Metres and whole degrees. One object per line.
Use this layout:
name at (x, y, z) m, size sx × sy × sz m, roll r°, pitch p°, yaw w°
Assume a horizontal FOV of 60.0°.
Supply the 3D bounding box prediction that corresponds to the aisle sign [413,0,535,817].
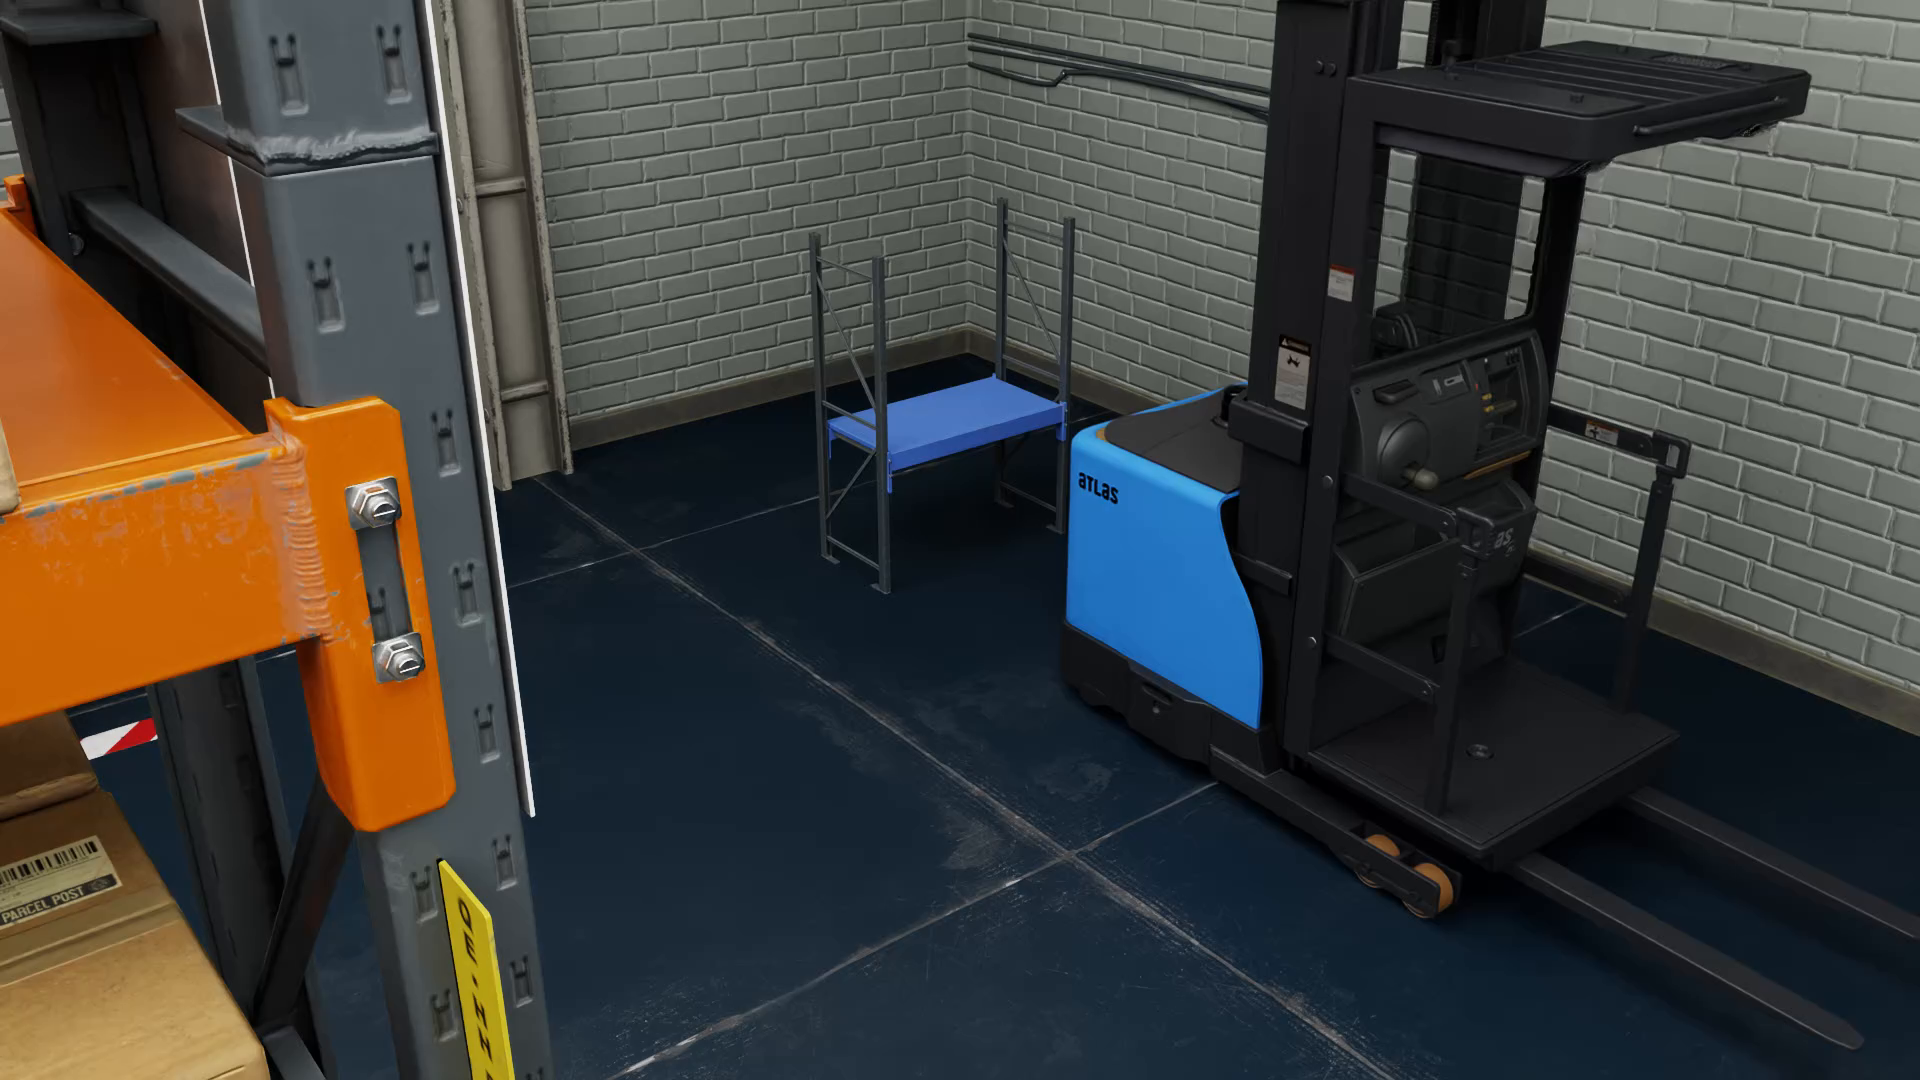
aisle sign at (-0.506, -0.173, 1.472) m, size 0.004 × 0.787 × 0.394 m, roll -18°, pitch 31°, yaw -34°

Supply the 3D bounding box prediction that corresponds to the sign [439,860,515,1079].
sign at (-0.422, 0.443, 1.482) m, size 0.005 × 0.325 × 0.100 m, roll -18°, pitch 31°, yaw -34°

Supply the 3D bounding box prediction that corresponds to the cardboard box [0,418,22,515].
cardboard box at (-0.990, -0.150, 1.124) m, size 0.500 × 0.250 × 0.500 m, roll -18°, pitch 31°, yaw -34°

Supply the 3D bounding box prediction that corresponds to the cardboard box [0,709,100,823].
cardboard box at (-1.260, 0.451, 1.908) m, size 0.500 × 0.500 × 0.500 m, roll -17°, pitch 30°, yaw -33°

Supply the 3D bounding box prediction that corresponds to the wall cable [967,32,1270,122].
wall cable at (0.863, -3.381, 8.035) m, size 0.112 × 2.526 × 3.097 m, roll -18°, pitch 31°, yaw -34°

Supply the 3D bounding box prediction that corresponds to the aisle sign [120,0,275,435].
aisle sign at (-0.876, -0.372, 1.900) m, size 0.004 × 0.787 × 0.394 m, roll -18°, pitch 31°, yaw -34°

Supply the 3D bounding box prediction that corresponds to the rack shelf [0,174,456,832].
rack shelf at (-2.322, 0.407, 0.600) m, size 4.000 × 0.370 × 1.077 m, roll -18°, pitch 31°, yaw -34°

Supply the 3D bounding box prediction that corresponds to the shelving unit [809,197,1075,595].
shelving unit at (-0.067, -0.658, 7.387) m, size 1.048 × 1.500 × 0.538 m, roll -18°, pitch 31°, yaw -34°

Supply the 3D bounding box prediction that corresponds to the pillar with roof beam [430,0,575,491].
pillar with roof beam at (0.439, -3.001, 3.527) m, size 0.400 × 9.000 × 9.100 m, roll -18°, pitch 31°, yaw -34°

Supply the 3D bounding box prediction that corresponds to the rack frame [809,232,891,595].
rack frame at (-0.467, -0.526, 7.102) m, size 0.032 × 1.500 × 0.500 m, roll -18°, pitch 31°, yaw -34°

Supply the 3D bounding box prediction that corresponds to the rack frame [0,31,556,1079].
rack frame at (-0.749, 0.922, 2.200) m, size 0.127 × 3.000 × 1.000 m, roll -18°, pitch 31°, yaw -34°

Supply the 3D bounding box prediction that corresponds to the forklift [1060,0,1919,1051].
forklift at (1.683, -0.384, 5.096) m, size 1.130 × 2.935 × 3.031 m, roll -18°, pitch 30°, yaw -34°

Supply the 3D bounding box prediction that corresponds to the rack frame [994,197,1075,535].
rack frame at (0.333, -0.790, 7.671) m, size 0.032 × 1.500 × 0.500 m, roll -18°, pitch 31°, yaw -34°

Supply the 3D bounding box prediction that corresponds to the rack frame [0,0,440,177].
rack frame at (-0.749, -1.799, 0.937) m, size 0.127 × 3.000 × 1.000 m, roll -18°, pitch 31°, yaw -34°

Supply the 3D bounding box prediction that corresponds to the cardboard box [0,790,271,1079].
cardboard box at (-0.929, 0.630, 1.523) m, size 0.500 × 0.500 × 0.500 m, roll -19°, pitch 31°, yaw -34°

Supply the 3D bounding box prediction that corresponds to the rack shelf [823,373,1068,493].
rack shelf at (-0.067, -0.495, 7.462) m, size 1.000 × 0.185 × 0.538 m, roll -18°, pitch 31°, yaw -34°
